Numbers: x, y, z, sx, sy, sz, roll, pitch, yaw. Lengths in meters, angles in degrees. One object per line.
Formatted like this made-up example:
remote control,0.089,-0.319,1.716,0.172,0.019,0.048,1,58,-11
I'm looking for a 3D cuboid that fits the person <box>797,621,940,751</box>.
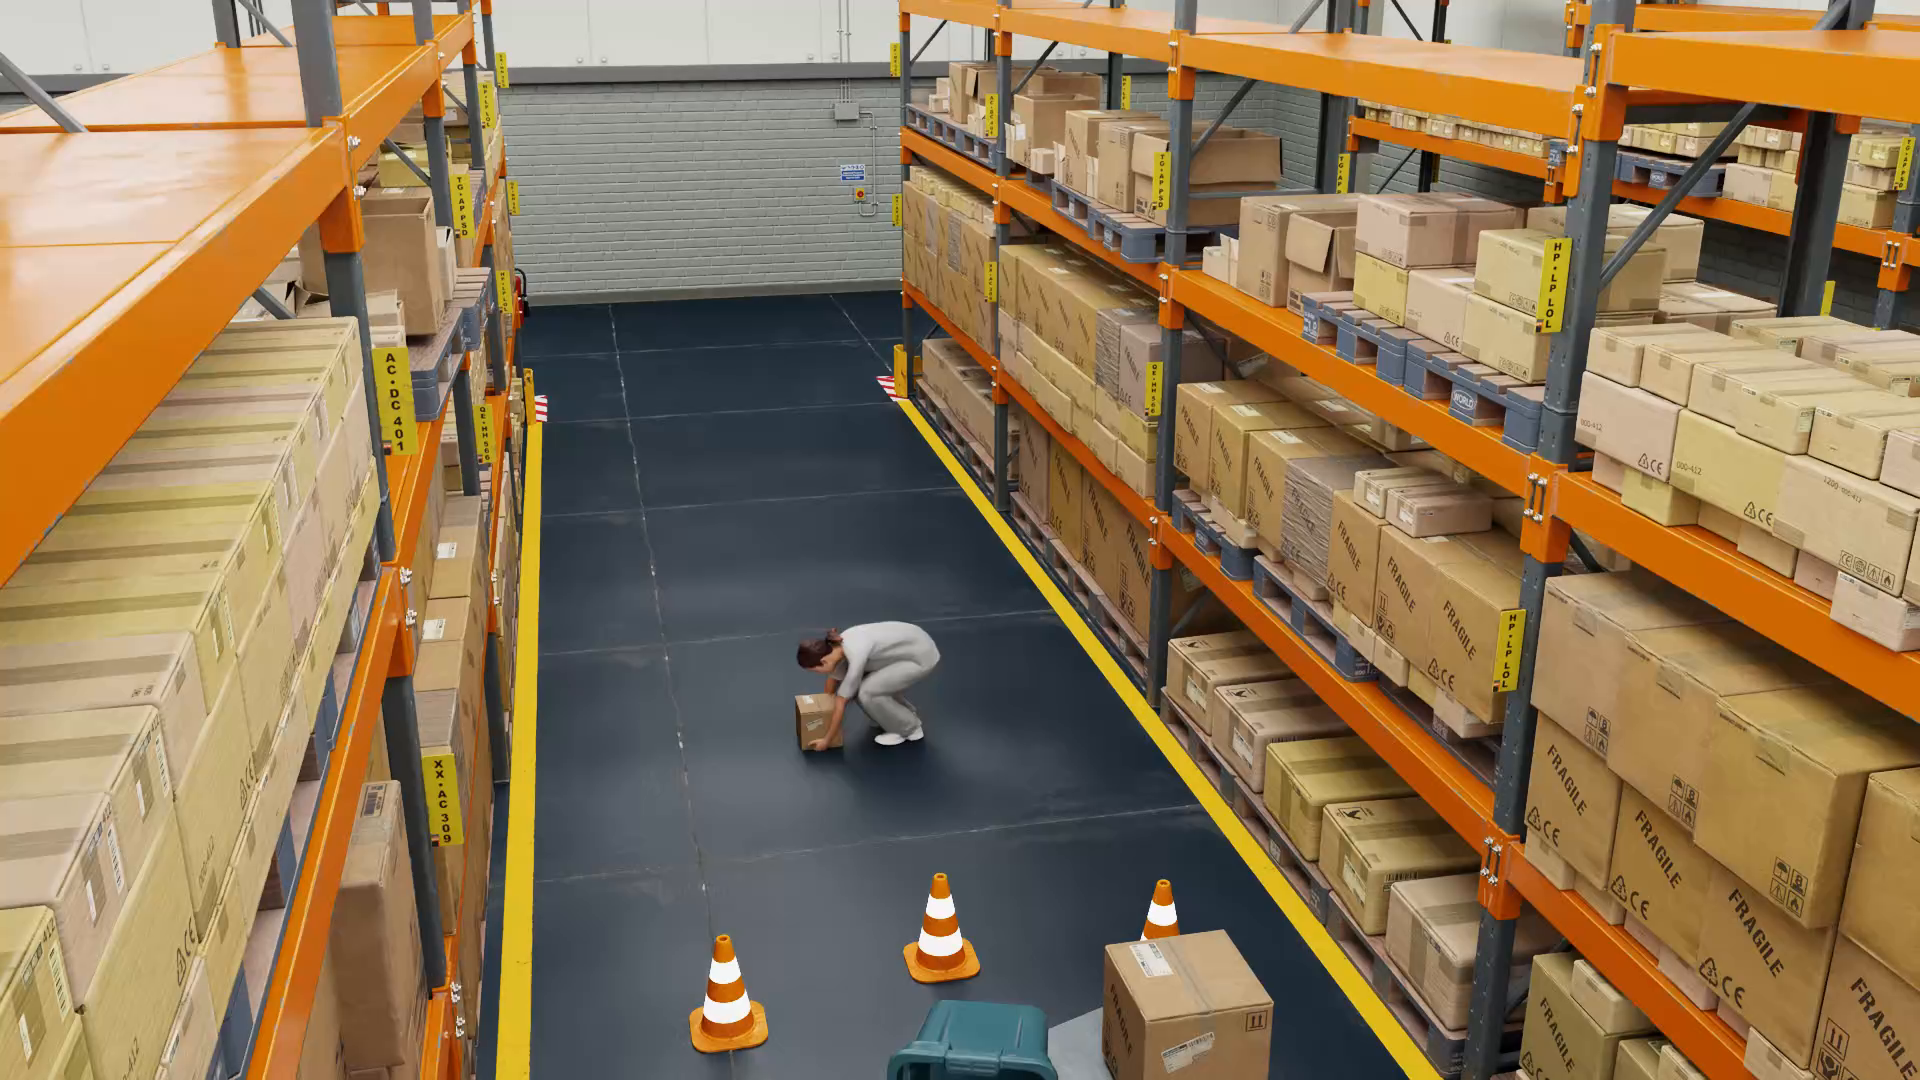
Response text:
person,-0.552,0.857,10.080,0.866,0.761,0.458,-5,20,-14
